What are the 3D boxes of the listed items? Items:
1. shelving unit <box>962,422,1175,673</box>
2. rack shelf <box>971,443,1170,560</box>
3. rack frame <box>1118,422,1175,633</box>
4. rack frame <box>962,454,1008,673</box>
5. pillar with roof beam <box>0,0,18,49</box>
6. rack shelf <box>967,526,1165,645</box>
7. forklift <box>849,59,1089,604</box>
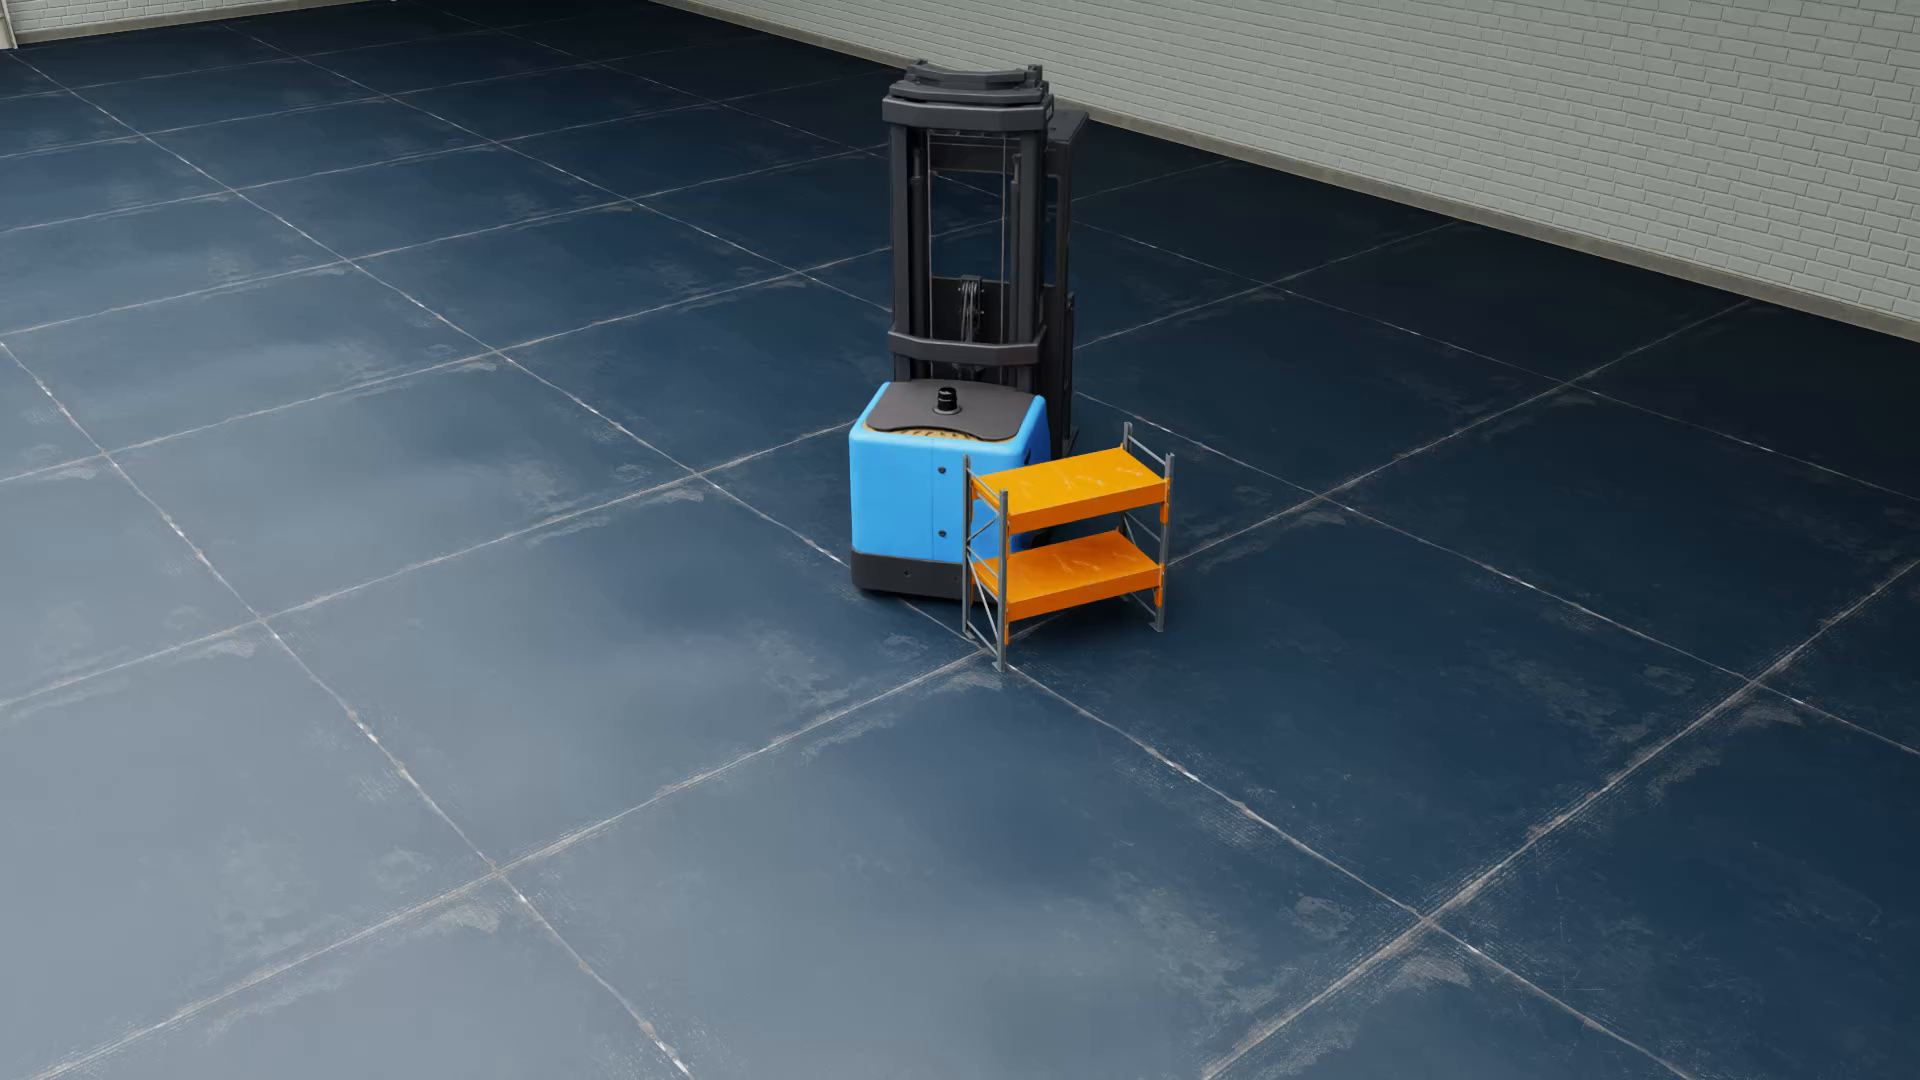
[{"bbox_3d":[0.594,0.032,9.355,1.048,1.125,0.538,-12,31,-22],"label":"shelving unit"},{"bbox_3d":[0.594,-0.226,9.217,1.000,0.278,0.538,-12,31,-22],"label":"rack shelf"},{"bbox_3d":[1.055,-0.069,9.545,0.032,1.125,0.500,-12,31,-22],"label":"rack frame"},{"bbox_3d":[0.133,0.133,9.166,0.032,1.125,0.500,-12,31,-22],"label":"rack frame"},{"bbox_3d":[-10.909,-9.446,18.736,0.400,9.000,9.100,-22,35,-35],"label":"pillar with roof beam"},{"bbox_3d":[0.594,0.248,9.470,1.000,0.278,0.538,-12,31,-22],"label":"rack shelf"},{"bbox_3d":[0.175,-1.591,10.475,1.130,2.935,3.031,6,29,11],"label":"forklift"}]
